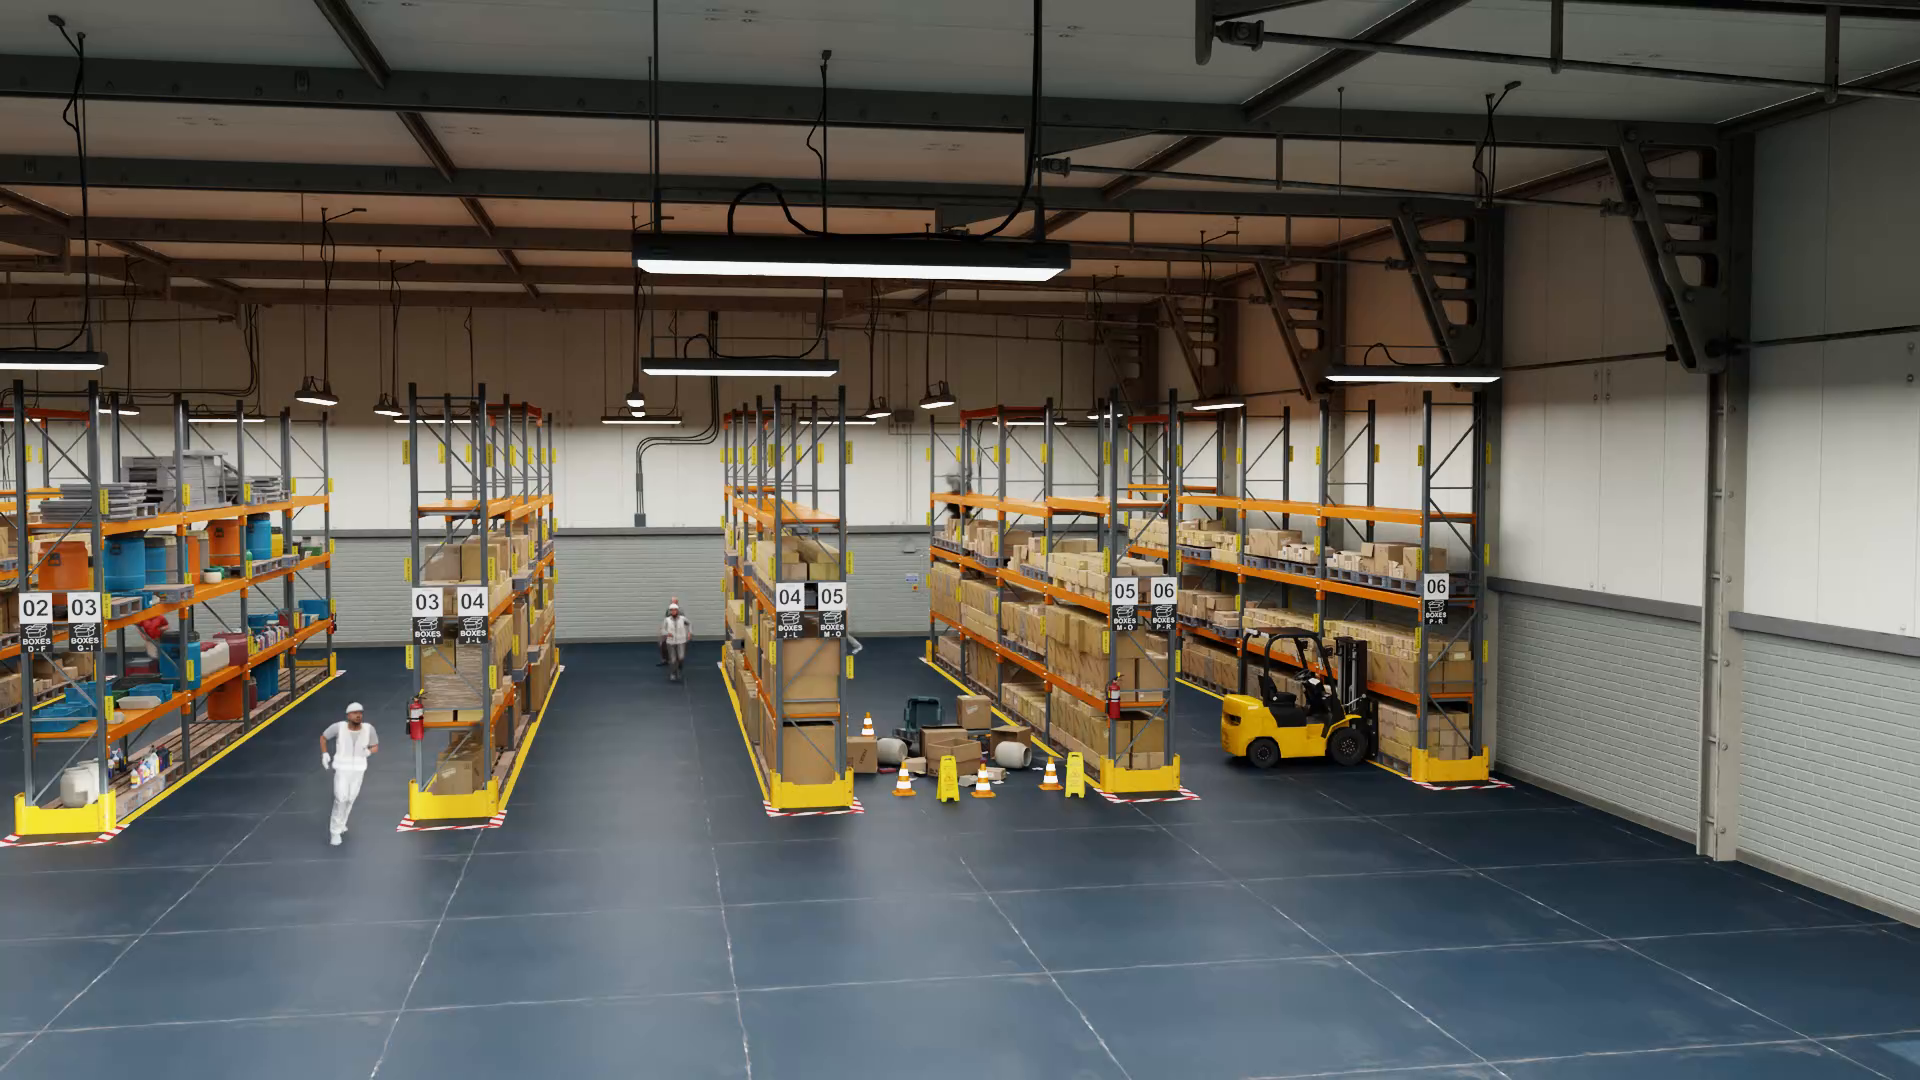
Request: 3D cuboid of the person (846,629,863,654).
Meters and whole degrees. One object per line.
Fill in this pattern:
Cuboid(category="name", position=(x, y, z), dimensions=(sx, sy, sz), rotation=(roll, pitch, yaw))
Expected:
Cuboid(category="person", position=(-2.894, 2.137, 41.288), dimensions=(0.972, 1.626, 0.605), rotation=(-1, 3, -15))

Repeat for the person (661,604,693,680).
Cuboid(category="person", position=(-6.244, 2.259, 36.677), dimensions=(0.672, 1.721, 0.792), rotation=(0, 3, -7))

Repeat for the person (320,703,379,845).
Cuboid(category="person", position=(-7.988, 3.036, 21.805), dimensions=(0.691, 1.831, 0.763), rotation=(-2, 4, -35))

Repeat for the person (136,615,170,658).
Cuboid(category="person", position=(-17.845, 2.319, 36.816), dimensions=(0.665, 1.775, 0.707), rotation=(-2, 3, -34))

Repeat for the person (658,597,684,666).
Cuboid(category="person", position=(-6.812, 2.180, 39.592), dimensions=(0.699, 1.664, 0.591), rotation=(2, 4, 41))
